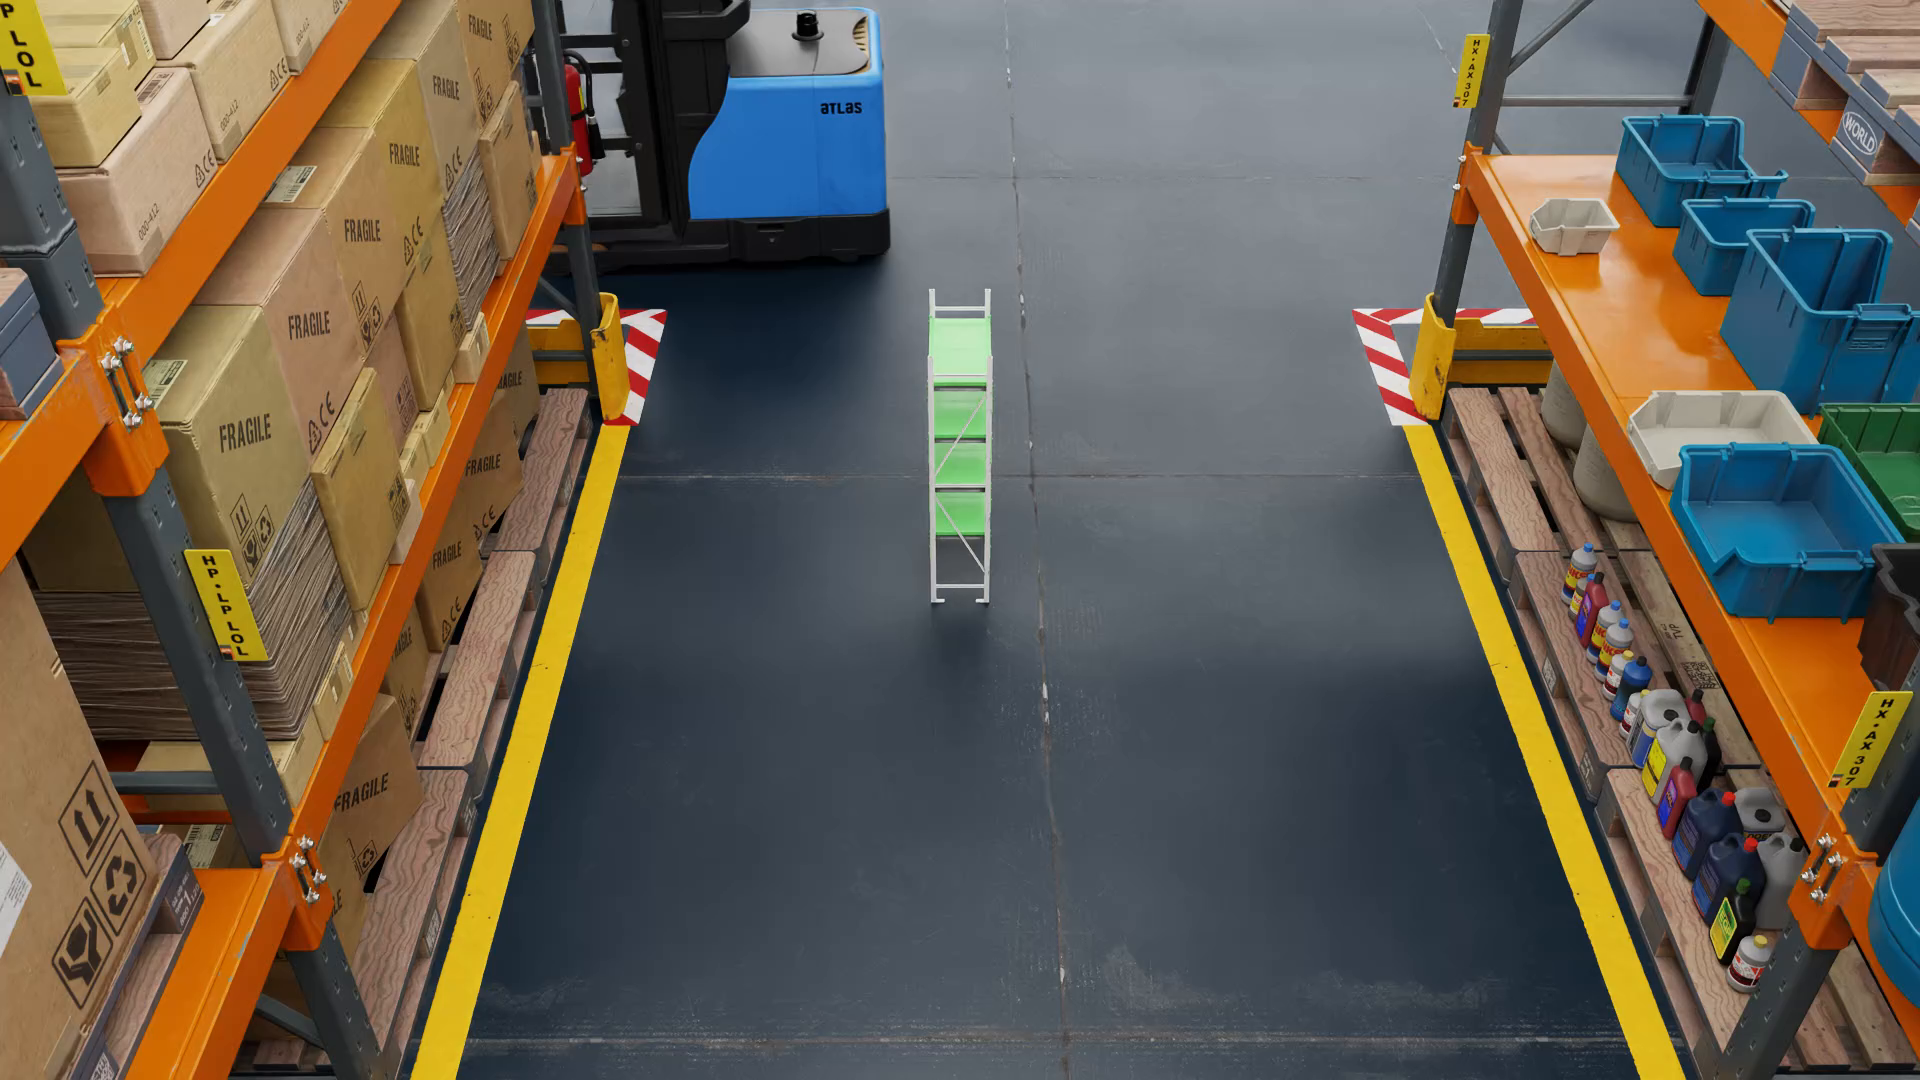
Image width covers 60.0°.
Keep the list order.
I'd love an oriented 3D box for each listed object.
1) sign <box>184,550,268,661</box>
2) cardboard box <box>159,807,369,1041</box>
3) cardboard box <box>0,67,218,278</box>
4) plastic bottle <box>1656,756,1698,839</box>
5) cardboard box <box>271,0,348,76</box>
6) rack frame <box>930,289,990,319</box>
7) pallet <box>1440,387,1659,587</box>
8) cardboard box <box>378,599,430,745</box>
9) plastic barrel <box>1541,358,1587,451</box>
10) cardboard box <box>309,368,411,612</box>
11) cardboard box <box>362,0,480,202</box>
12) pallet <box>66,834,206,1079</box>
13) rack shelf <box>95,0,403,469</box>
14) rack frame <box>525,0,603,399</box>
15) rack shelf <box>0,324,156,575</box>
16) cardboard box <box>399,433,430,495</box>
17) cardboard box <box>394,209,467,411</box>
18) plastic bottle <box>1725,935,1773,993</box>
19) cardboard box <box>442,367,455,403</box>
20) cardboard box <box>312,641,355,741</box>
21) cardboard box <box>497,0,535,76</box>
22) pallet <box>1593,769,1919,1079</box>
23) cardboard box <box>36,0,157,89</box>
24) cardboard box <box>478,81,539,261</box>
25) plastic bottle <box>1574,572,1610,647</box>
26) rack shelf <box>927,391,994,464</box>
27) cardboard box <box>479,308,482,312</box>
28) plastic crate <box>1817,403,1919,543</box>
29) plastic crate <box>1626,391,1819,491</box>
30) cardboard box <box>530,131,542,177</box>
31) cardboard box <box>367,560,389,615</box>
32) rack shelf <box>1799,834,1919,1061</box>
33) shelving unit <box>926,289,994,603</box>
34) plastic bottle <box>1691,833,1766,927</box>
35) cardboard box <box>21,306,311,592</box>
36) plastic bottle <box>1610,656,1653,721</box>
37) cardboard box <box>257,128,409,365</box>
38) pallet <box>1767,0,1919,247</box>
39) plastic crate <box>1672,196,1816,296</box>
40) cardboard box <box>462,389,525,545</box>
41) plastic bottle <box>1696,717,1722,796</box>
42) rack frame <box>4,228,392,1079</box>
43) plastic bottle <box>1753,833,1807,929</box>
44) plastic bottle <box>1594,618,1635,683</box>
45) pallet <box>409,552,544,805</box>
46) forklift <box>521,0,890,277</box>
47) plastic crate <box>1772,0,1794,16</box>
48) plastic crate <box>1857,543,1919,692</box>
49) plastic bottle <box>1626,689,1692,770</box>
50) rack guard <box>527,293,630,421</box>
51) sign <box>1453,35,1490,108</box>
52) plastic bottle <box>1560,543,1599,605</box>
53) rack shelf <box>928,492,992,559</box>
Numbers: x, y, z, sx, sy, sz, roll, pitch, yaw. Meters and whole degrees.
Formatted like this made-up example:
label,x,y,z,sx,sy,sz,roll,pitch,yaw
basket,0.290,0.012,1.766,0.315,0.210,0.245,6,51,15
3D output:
label,x,y,z,sx,sy,sz,roll,pitch,yaw
sign,-1.648,0.150,3.739,0.100,0.325,0.005,0,39,0
cardboard box,-2.163,1.166,5.060,0.500,0.500,0.500,-1,39,-1
cardboard box,-1.947,-0.789,3.558,0.500,0.250,0.500,-1,39,-2
plastic bottle,2.419,0.865,5.593,0.061,0.283,0.133,2,39,3
cardboard box,-1.943,-1.431,4.358,0.500,0.250,0.500,-1,39,-2
rack frame,0.000,-0.517,6.936,0.240,1.200,0.015,0,39,0
pallet,2.788,-0.257,7.402,1.003,0.211,1.213,0,39,0
cardboard box,-2.251,0.419,5.991,0.500,0.500,0.500,-3,39,-4
plastic barrel,2.823,-0.682,7.356,0.421,0.512,0.421,0,39,0
cardboard box,-2.107,-0.145,4.714,0.875,0.500,0.500,0,39,0
cardboard box,-1.955,-1.473,5.572,0.500,0.500,0.500,0,39,0
pallet,-2.348,1.157,3.561,1.003,0.211,1.213,0,39,0
rack shelf,-2.205,-1.536,4.945,1.077,0.370,4.000,0,39,0
rack frame,-2.208,-1.897,7.219,1.000,3.000,0.127,0,39,0
rack shelf,-2.201,0.965,1.824,1.077,0.370,4.000,0,39,0
cardboard box,-1.928,-0.214,5.319,0.380,0.149,0.250,0,39,0
cardboard box,-2.168,-0.770,5.495,0.875,0.500,0.500,0,39,0
plastic bottle,2.438,1.294,5.122,0.097,0.201,0.097,0,39,0
cardboard box,-1.963,-0.527,5.710,0.380,0.149,0.250,0,39,0
cardboard box,-1.890,0.411,4.539,0.380,0.149,0.250,0,39,0
cardboard box,-1.960,-2.099,6.353,0.500,0.500,0.500,0,39,0
pallet,2.791,1.269,5.498,1.003,0.211,1.213,0,39,0
cardboard box,-1.964,-1.033,3.543,0.380,0.149,0.250,-2,39,-2
cardboard box,-2.114,-1.396,6.275,0.875,0.500,0.500,0,39,0
plastic bottle,2.418,0.263,6.343,0.061,0.283,0.133,1,39,1
rack shelf,0.000,-0.502,6.635,0.258,0.148,0.480,0,39,0
cardboard box,-1.983,-0.839,6.100,0.380,0.149,0.250,0,39,0
plastic crate,3.031,-0.166,5.228,0.450,0.188,0.662,0,39,0
plastic crate,2.495,-0.312,5.451,0.530,0.136,0.437,0,39,0
cardboard box,-2.001,-1.621,7.075,0.380,0.149,0.250,0,39,0
cardboard box,-1.927,0.099,4.929,0.380,0.149,0.250,0,39,0
rack shelf,2.752,2.132,2.766,1.077,0.370,4.000,0,39,0
shelving unit,0.000,-0.365,6.746,0.258,1.200,0.503,0,39,0
plastic bottle,2.461,1.060,5.295,0.144,0.351,0.185,-1,39,-1
cardboard box,-1.949,-0.223,4.012,0.500,0.500,0.500,0,39,0
plastic bottle,2.437,0.530,6.020,0.097,0.271,0.097,0,39,0
cardboard box,-1.951,-0.848,4.792,0.500,0.500,0.500,0,39,0
pallet,2.652,-0.947,3.786,1.213,0.211,1.003,0,39,0
plastic crate,3.040,-1.124,6.373,0.499,0.251,0.408,0,39,0
cardboard box,-2.189,-0.321,6.915,0.500,0.500,0.500,10,40,12
plastic bottle,2.563,0.748,5.738,0.061,0.283,0.133,0,39,0
rack frame,-2.203,0.604,4.097,1.000,3.000,0.127,0,39,0
plastic bottle,2.605,1.060,5.295,0.144,0.351,0.185,0,39,0
plastic bottle,2.436,0.403,6.178,0.097,0.271,0.097,0,39,0
pallet,-2.243,0.508,6.448,1.003,0.211,1.213,0,39,0
forklift,-1.922,-2.918,8.547,3.031,2.935,1.130,-2,39,-3
plastic crate,2.344,-1.470,4.498,0.243,0.136,0.396,0,39,0
plastic crate,2.877,0.297,4.530,0.767,0.338,0.504,0,39,0
plastic bottle,2.464,0.666,5.847,0.152,0.276,0.135,1,39,1
rack guard,-2.207,-0.874,7.941,1.175,0.500,0.348,0,39,0
sign,2.195,-2.011,7.140,0.100,0.325,0.005,0,39,0
plastic bottle,2.436,0.126,6.524,0.097,0.271,0.097,0,39,0
rack shelf,0.000,-0.128,6.936,0.258,0.148,0.480,0,39,0
